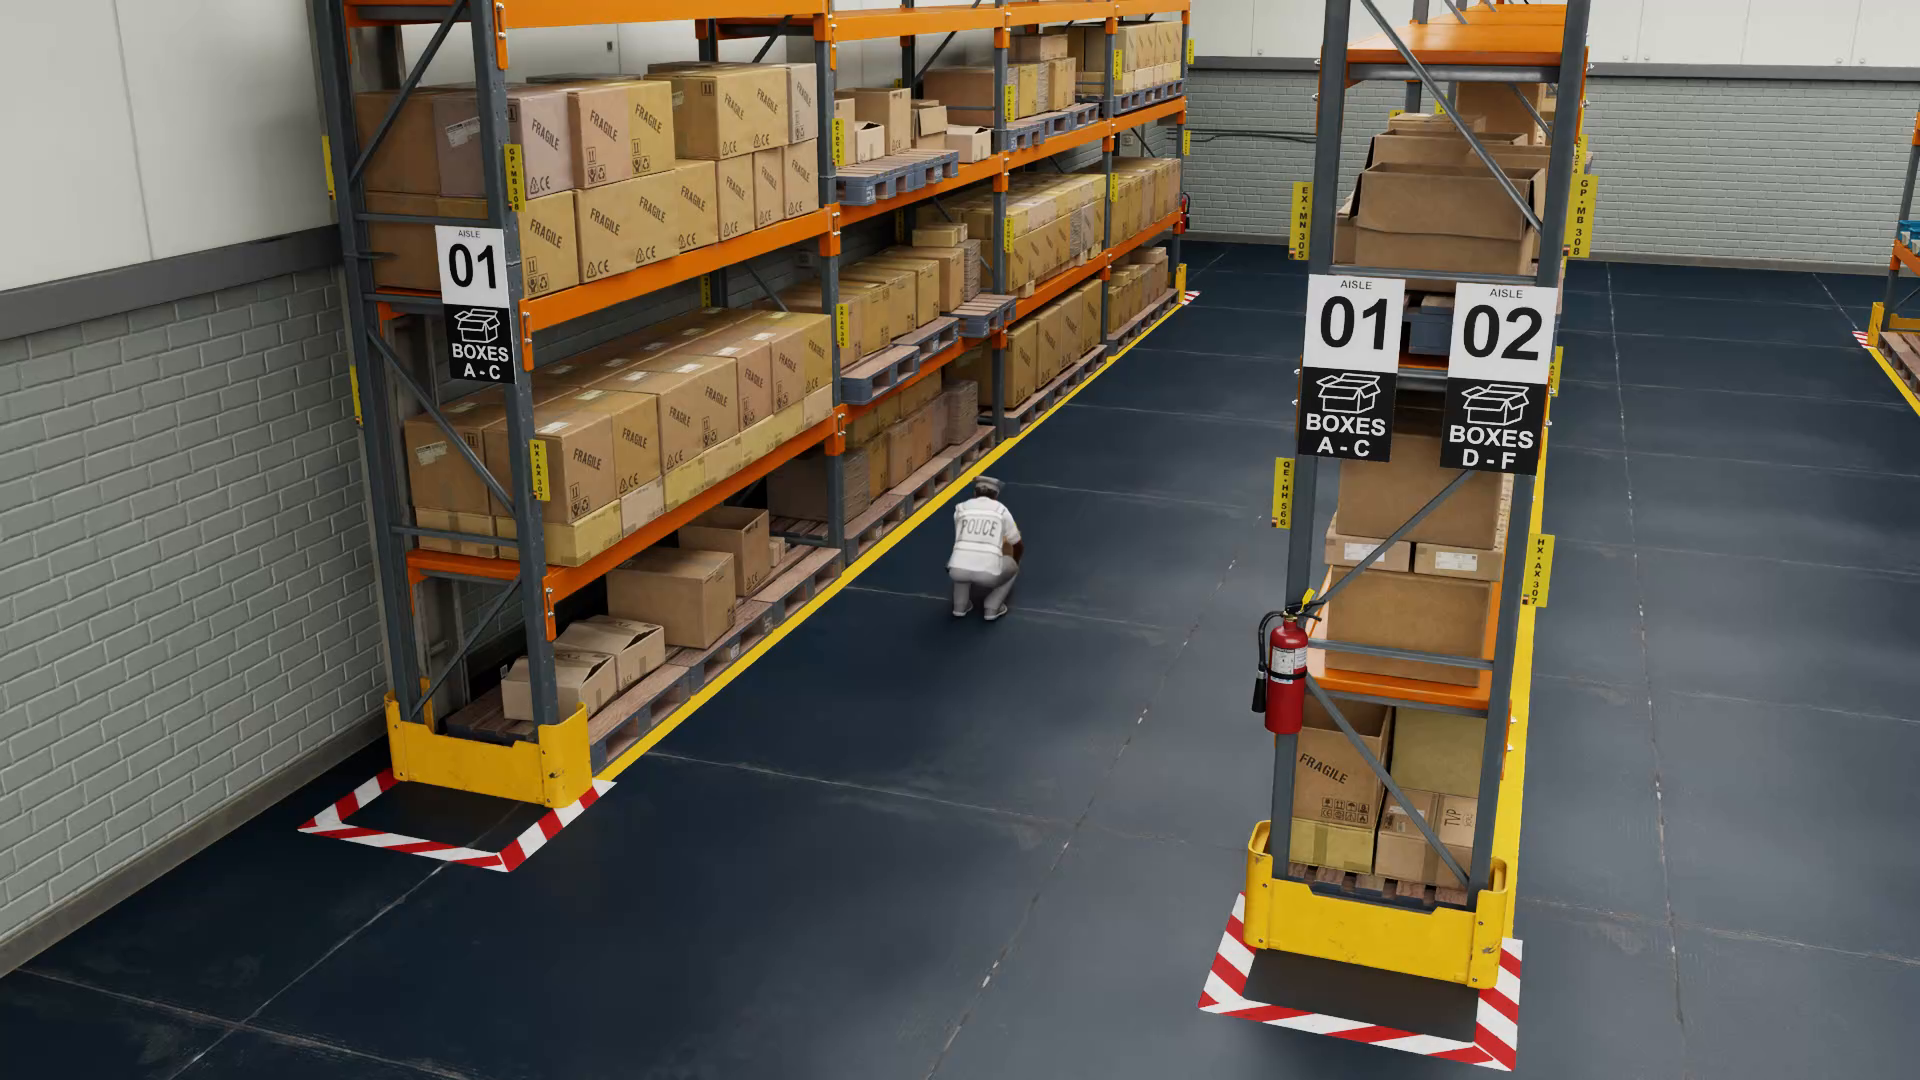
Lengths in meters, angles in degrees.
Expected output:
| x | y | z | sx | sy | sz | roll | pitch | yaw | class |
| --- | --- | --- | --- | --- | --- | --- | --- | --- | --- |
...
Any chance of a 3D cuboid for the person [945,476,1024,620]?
| x | y | z | sx | sy | sz | roll | pitch | yaw | class |
| --- | --- | --- | --- | --- | --- | --- | --- | --- | --- |
| 0.171 | 0.045 | 12.062 | 0.508 | 0.948 | 0.843 | 6 | 20 | 18 | person |
